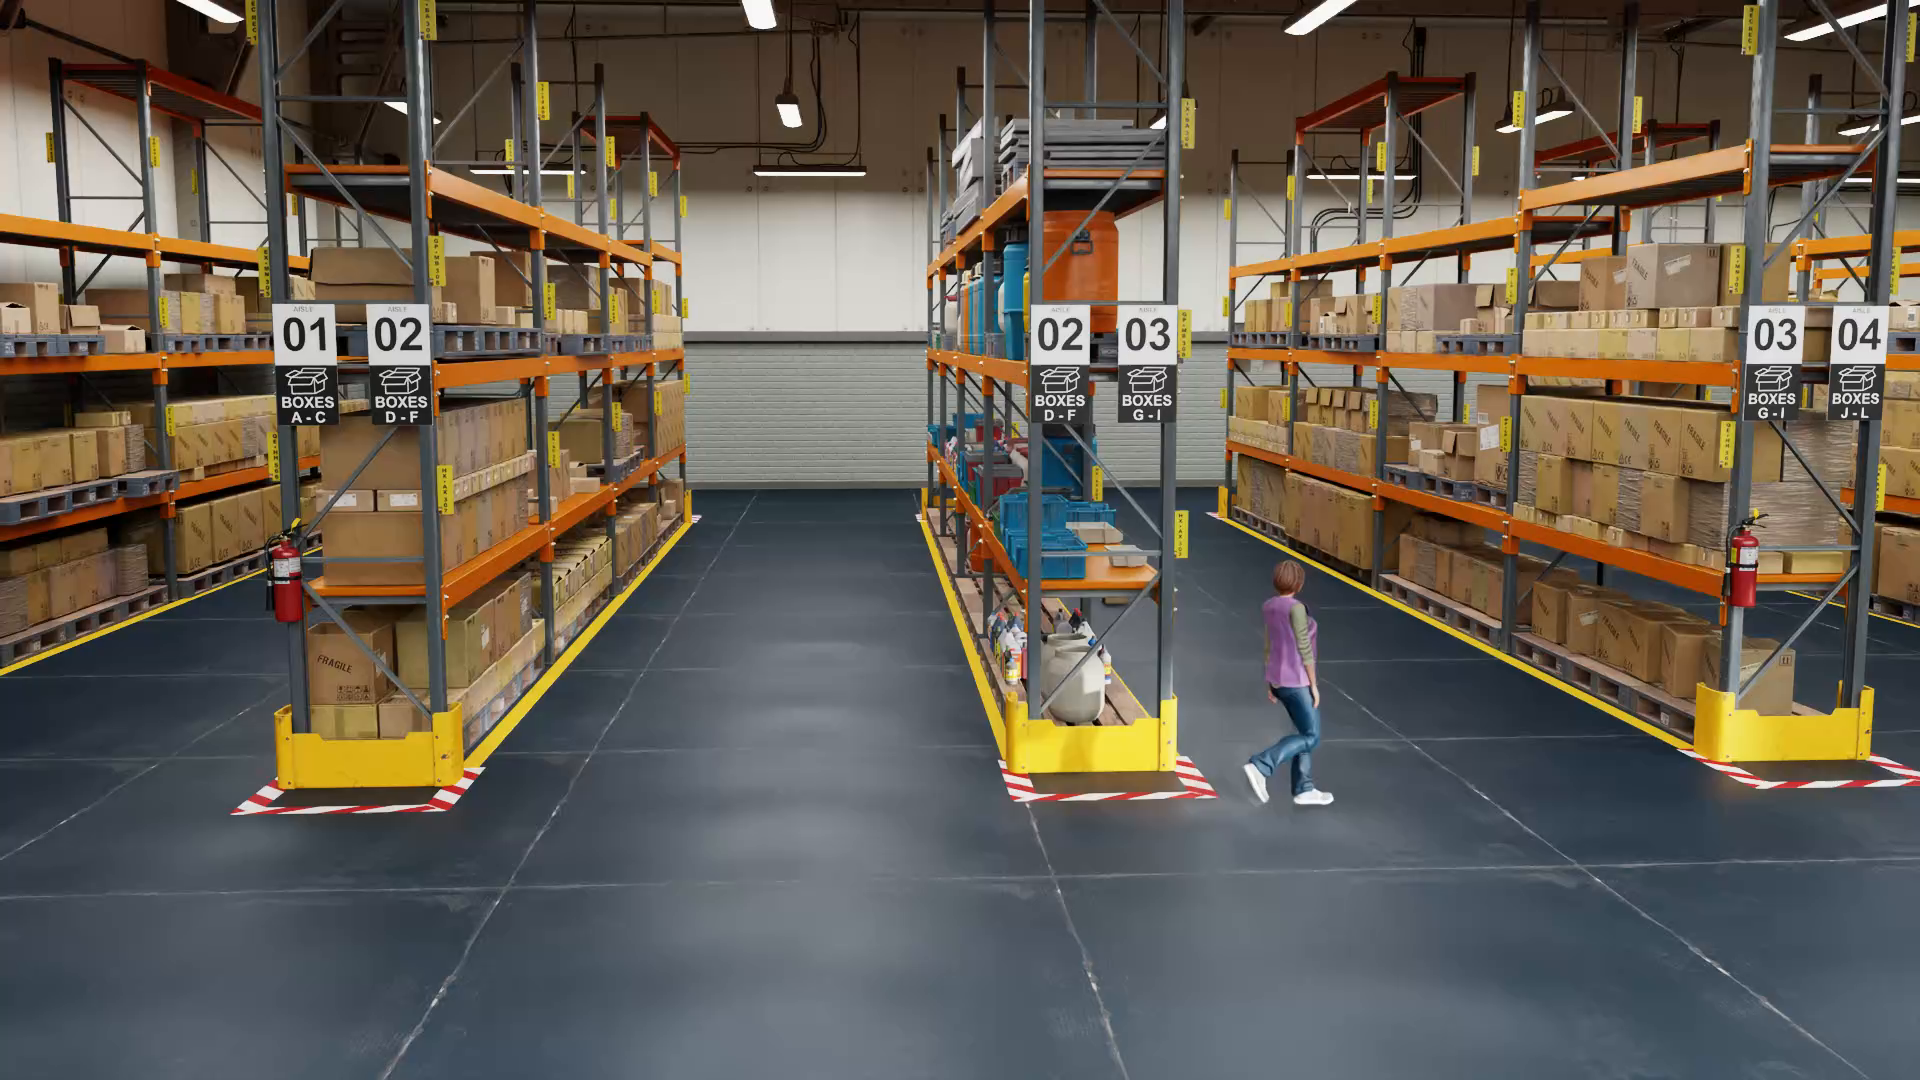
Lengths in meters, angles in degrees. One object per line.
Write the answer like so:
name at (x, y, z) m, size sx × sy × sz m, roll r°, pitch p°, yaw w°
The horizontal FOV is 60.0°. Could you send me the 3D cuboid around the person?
person at (2.053, 0.911, 10.503) m, size 0.689 × 1.572 × 0.428 m, roll -2°, pitch 7°, yaw -18°
